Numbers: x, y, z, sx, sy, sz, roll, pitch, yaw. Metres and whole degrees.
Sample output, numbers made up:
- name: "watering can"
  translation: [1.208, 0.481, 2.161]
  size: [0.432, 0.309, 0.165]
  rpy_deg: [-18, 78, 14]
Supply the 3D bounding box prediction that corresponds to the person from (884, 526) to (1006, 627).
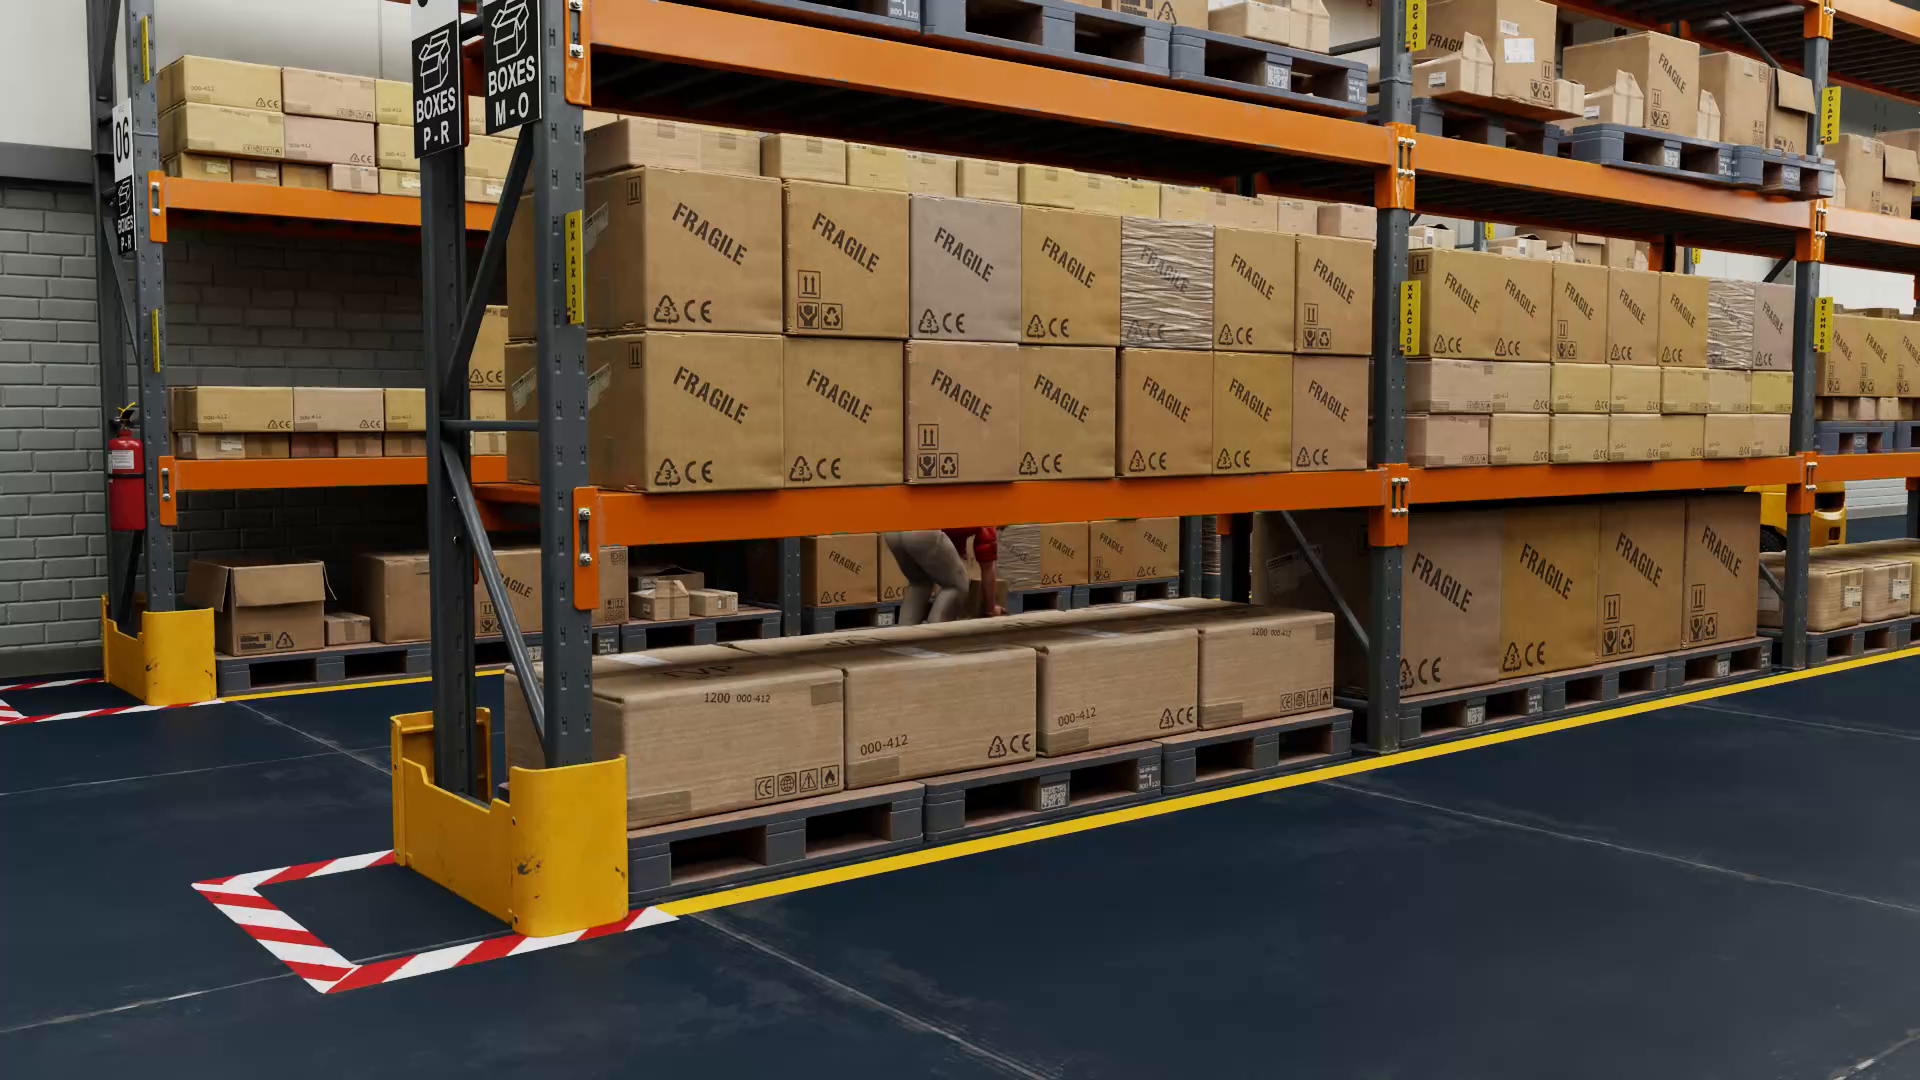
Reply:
- name: "person"
  translation: [-0.045, 0.222, 10.718]
  size: [0.963, 1.049, 0.509]
  rpy_deg: [-4, 6, -41]
